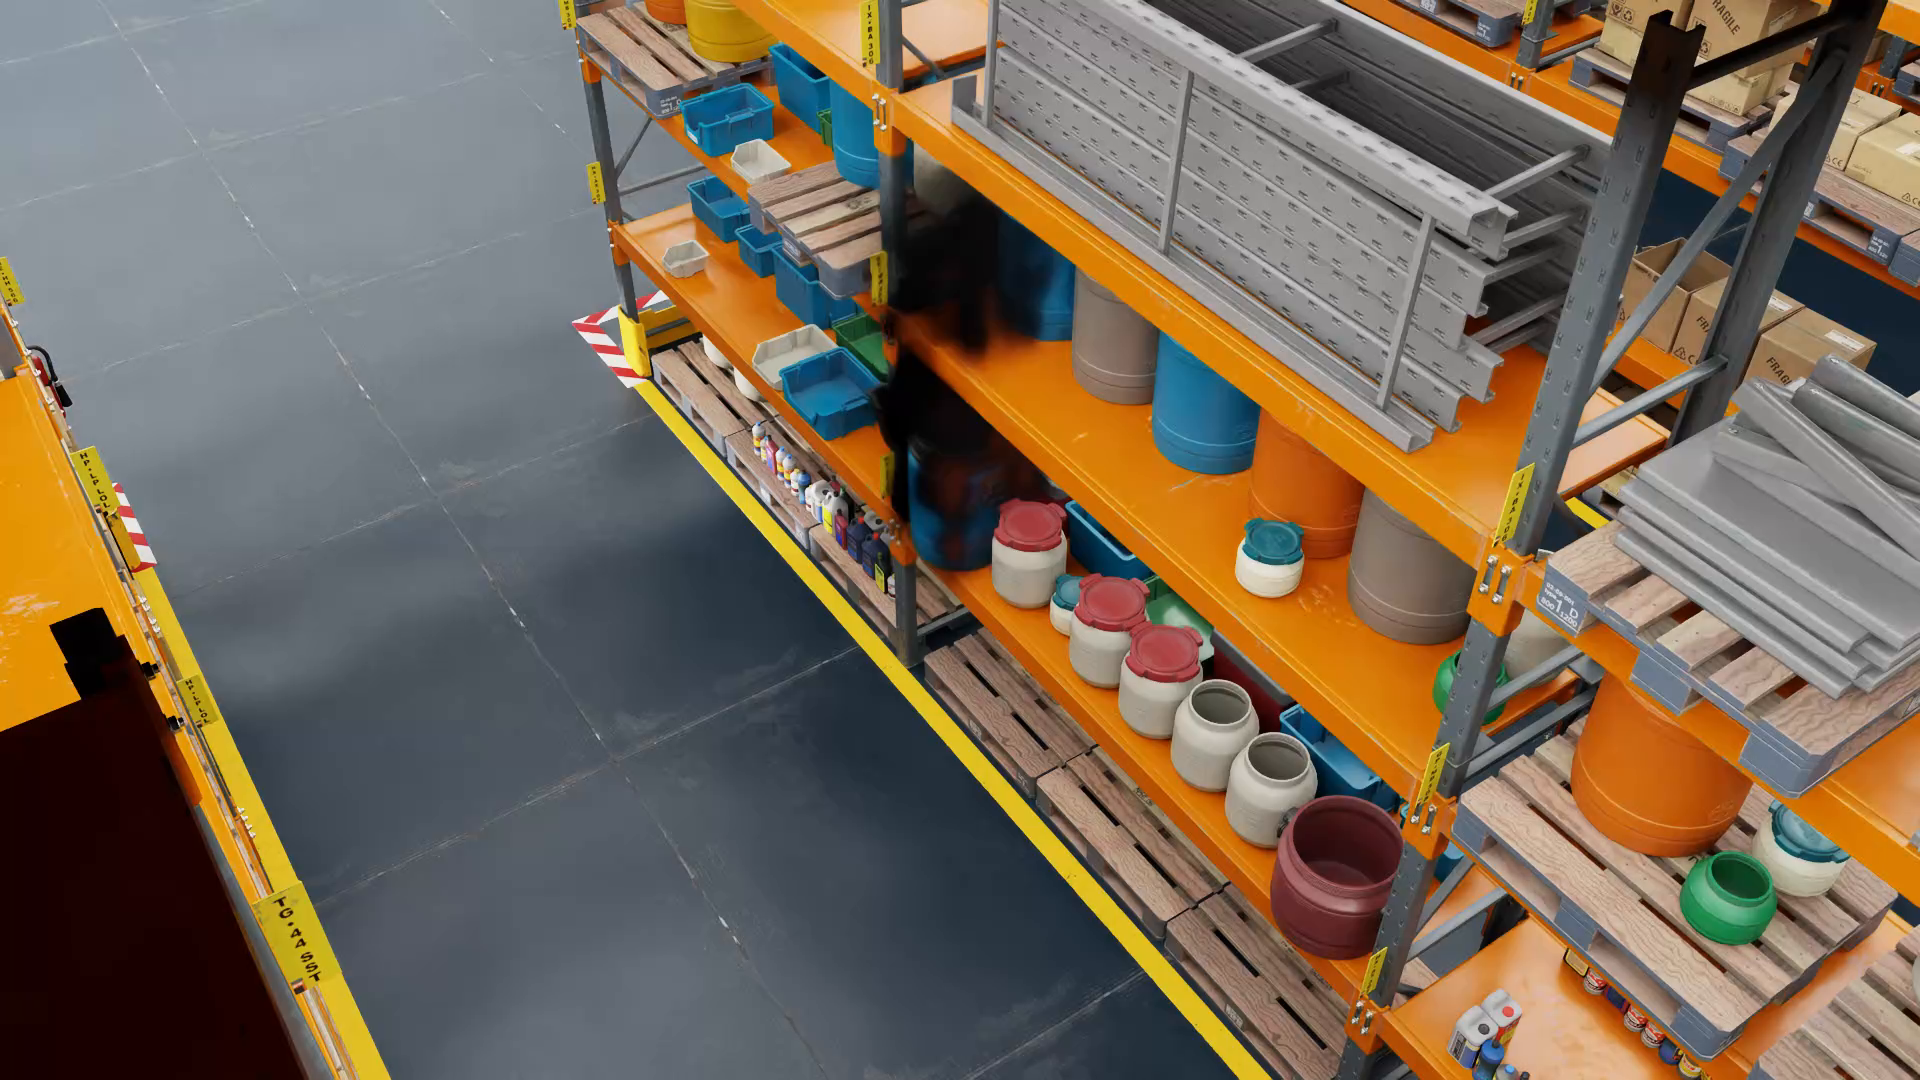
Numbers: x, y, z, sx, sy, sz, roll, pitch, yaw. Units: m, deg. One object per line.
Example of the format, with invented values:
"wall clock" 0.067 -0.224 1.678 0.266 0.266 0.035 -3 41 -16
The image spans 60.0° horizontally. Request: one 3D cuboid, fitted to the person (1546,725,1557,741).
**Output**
"person" 3.453 0.945 9.070 0.658 1.725 0.545 -30 50 -28
